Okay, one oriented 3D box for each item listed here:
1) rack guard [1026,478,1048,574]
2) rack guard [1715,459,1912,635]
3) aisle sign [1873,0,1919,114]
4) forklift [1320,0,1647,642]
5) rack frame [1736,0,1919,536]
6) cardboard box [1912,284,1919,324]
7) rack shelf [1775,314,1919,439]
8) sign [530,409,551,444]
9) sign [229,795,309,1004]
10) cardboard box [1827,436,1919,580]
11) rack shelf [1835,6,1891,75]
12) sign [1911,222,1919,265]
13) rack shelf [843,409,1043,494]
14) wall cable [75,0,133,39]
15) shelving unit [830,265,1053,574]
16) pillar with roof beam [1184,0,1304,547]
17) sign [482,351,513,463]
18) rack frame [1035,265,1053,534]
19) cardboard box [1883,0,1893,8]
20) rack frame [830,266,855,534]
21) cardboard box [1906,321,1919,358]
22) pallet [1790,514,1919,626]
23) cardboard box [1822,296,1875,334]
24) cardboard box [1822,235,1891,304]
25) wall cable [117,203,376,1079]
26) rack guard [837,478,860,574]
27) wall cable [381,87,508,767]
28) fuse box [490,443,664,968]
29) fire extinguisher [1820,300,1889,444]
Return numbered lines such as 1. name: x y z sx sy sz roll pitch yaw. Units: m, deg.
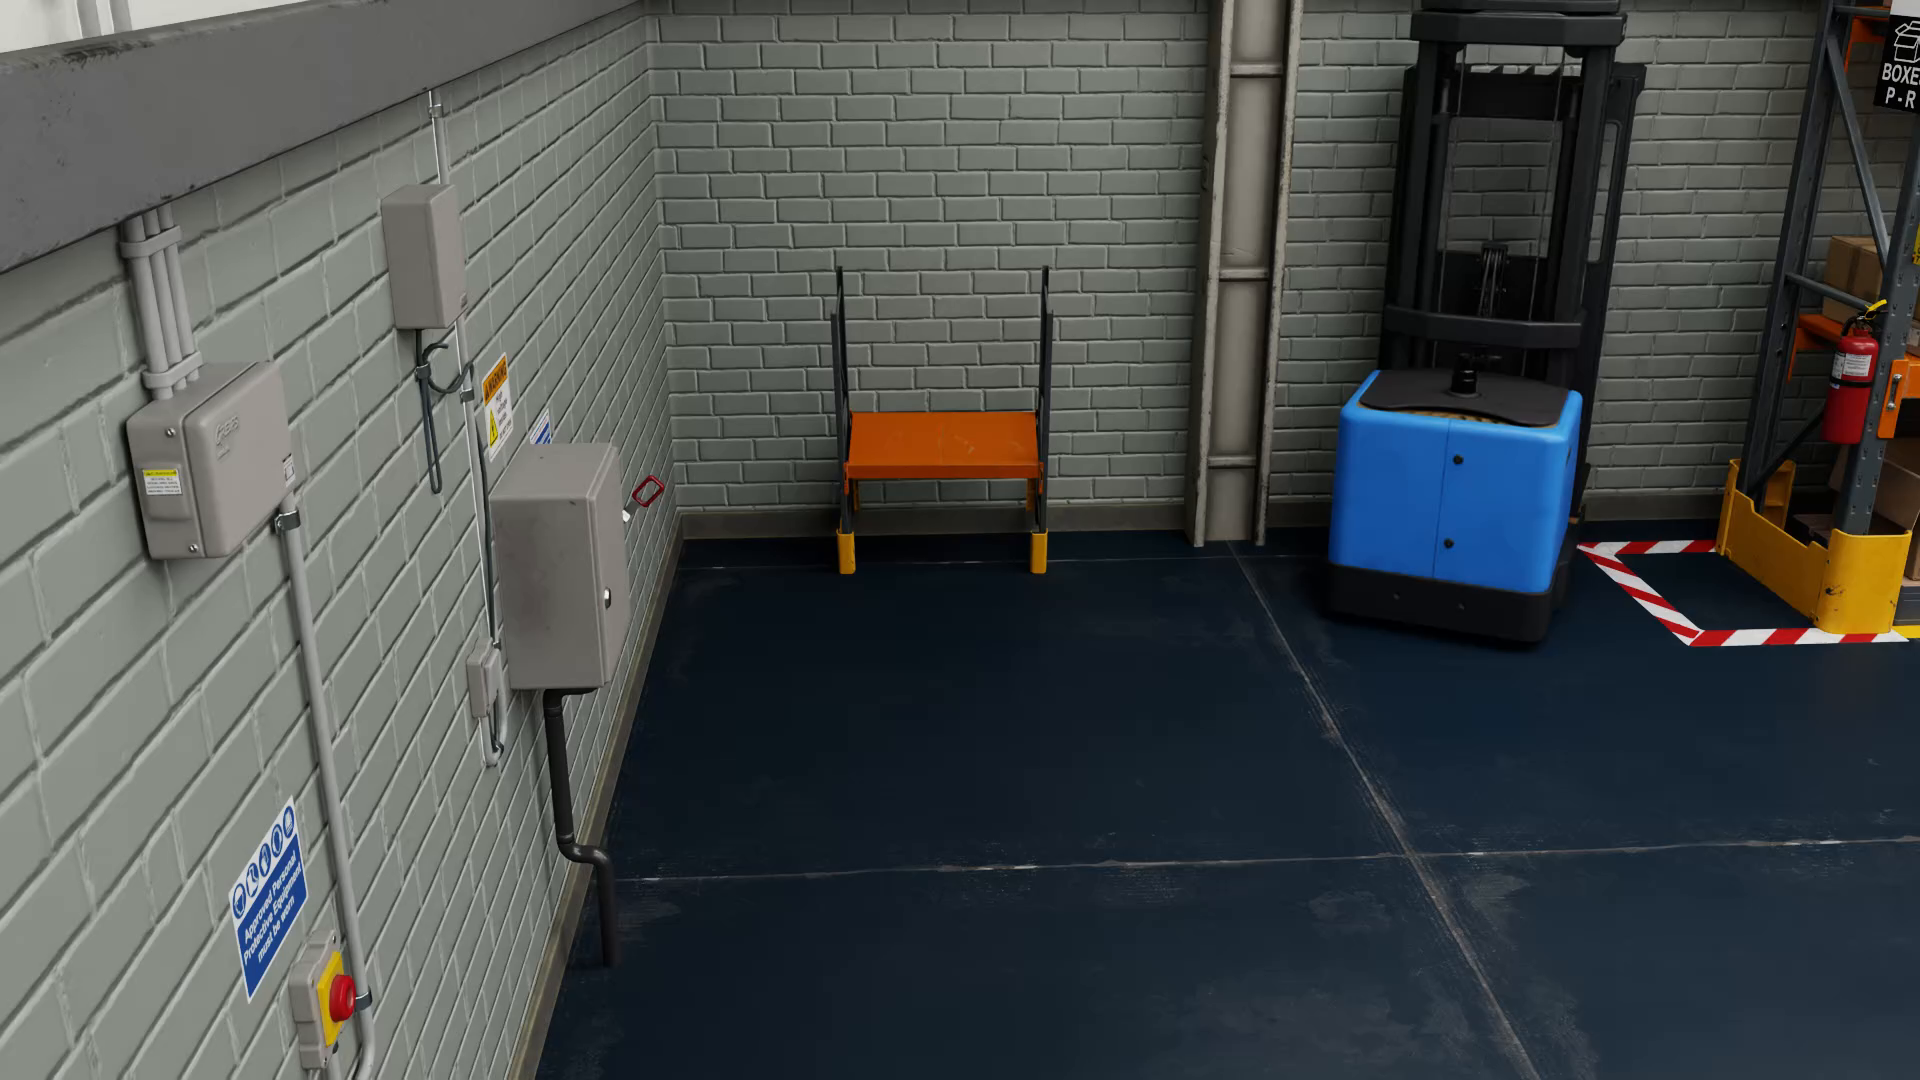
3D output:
1. rack guard: 0.406 -0.099 8.819 0.087 0.250 0.587 0 36 0
2. rack guard: 4.275 0.008 8.397 0.348 0.500 1.175 -1 21 -3
3. aisle sign: 4.147 -2.268 7.208 0.004 0.787 0.394 -1 21 -3
4. forklift: 2.817 -1.387 8.645 1.130 2.935 3.031 9 23 22
5. rack frame: 4.199 -1.159 7.948 0.127 3.000 1.000 -1 21 -3
6. cardboard box: 4.667 -1.141 7.695 0.500 0.250 0.500 -1 21 -3
7. rack shelf: 6.196 -0.863 8.183 4.000 0.370 1.077 -1 21 -3
8. sign: -1.352 -0.149 5.429 0.001 0.494 0.329 -1 21 -3
9. sign: -1.201 0.620 2.898 0.001 0.218 0.327 -1 21 -3
10. cardboard box: 4.815 -0.167 8.262 0.637 0.503 0.797 -2 21 -5
11. rack shelf: 6.196 -2.265 7.649 4.000 0.370 1.077 -1 21 -3
12. sign: 4.230 -1.370 7.288 0.005 0.325 0.100 -1 21 -3
13. rack shelf: -0.084 -0.458 8.557 1.000 0.185 0.538 0 36 0
14. wall cable: -1.177 -1.983 1.683 0.029 3.000 0.463 -1 21 -3
15. shelving unit: -0.093 -0.603 8.451 1.083 1.500 0.587 0 36 0
16. pillar with roof beam: 1.701 -2.698 3.561 0.400 9.000 9.100 -1 21 -3
17. sign: -1.320 -0.384 4.753 0.001 0.242 0.339 -1 21 -3
18. rack frame: 0.424 -0.604 8.451 0.032 1.500 0.500 0 36 0
19. cardboard box: 4.505 -2.532 7.692 0.250 0.149 0.380 -1 21 -2
20. rack frame: -0.593 -0.602 8.450 0.032 1.500 0.500 0 36 0
21. cardboard box: 4.543 -0.950 7.754 0.250 0.149 0.380 -1 21 -3
22. pallet: 5.071 0.127 8.492 1.213 0.211 1.003 -1 21 -3
23. cardboard box: 4.514 -1.143 8.261 0.250 0.149 0.380 -1 21 -4
24. cardboard box: 4.643 -1.331 8.194 0.500 0.250 0.500 -1 21 -1
25. wall cable: -1.142 0.238 2.808 0.123 1.953 0.585 -1 21 -3
26. rack guard: -0.590 -0.097 8.818 0.087 0.250 0.587 0 36 0
27. wall cable: -1.235 -0.251 4.136 0.122 1.984 0.588 -1 21 -3
28. fuse box: -1.117 0.580 5.192 0.414 1.711 0.539 -1 21 -3
29. fire extinguisher: 4.078 -0.781 7.589 0.183 0.674 0.296 -1 21 -3
